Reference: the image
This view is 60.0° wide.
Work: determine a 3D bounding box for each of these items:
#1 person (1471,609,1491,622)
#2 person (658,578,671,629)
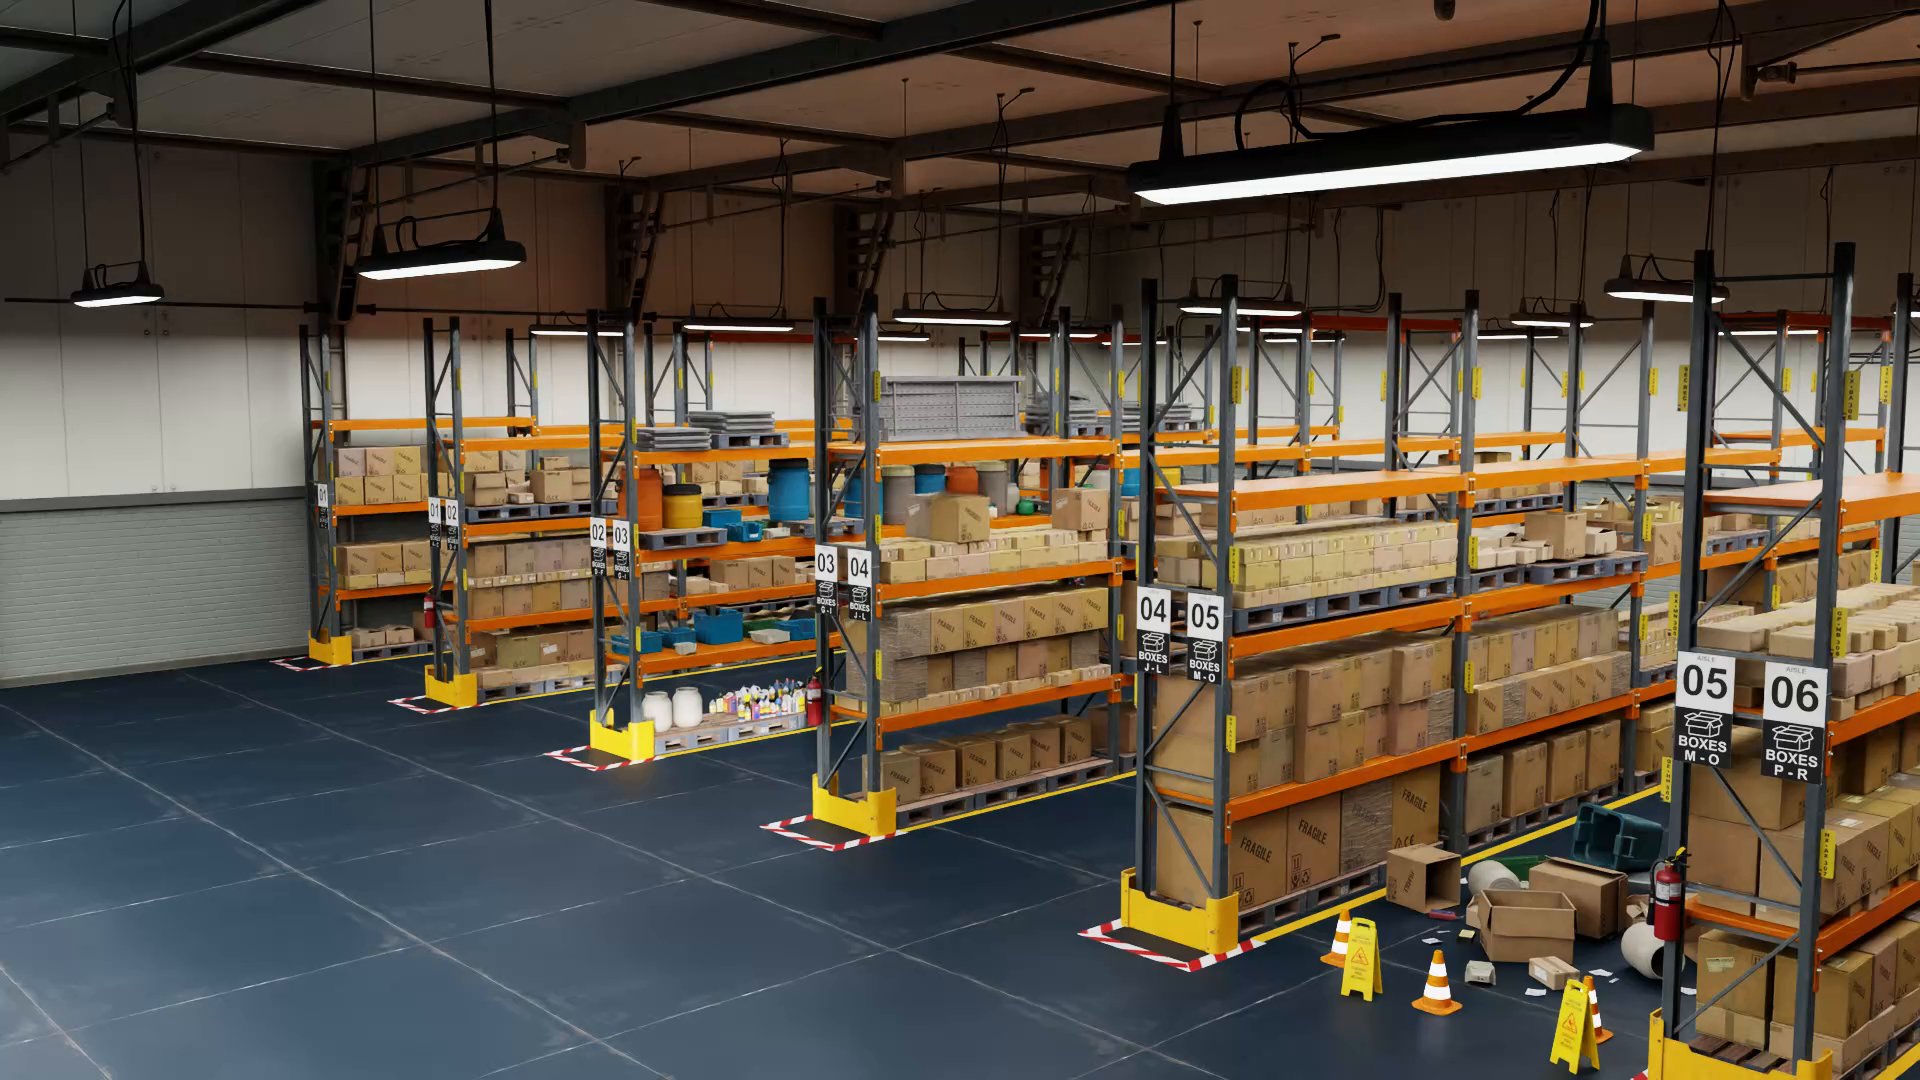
[{"bbox_3d":[7.887,1.785,25.163,0.593,1.664,1.099,5,8,43],"label":"person"},{"bbox_3d":[-5.555,1.220,30.800,0.707,1.677,0.625,-6,8,-44],"label":"person"}]
